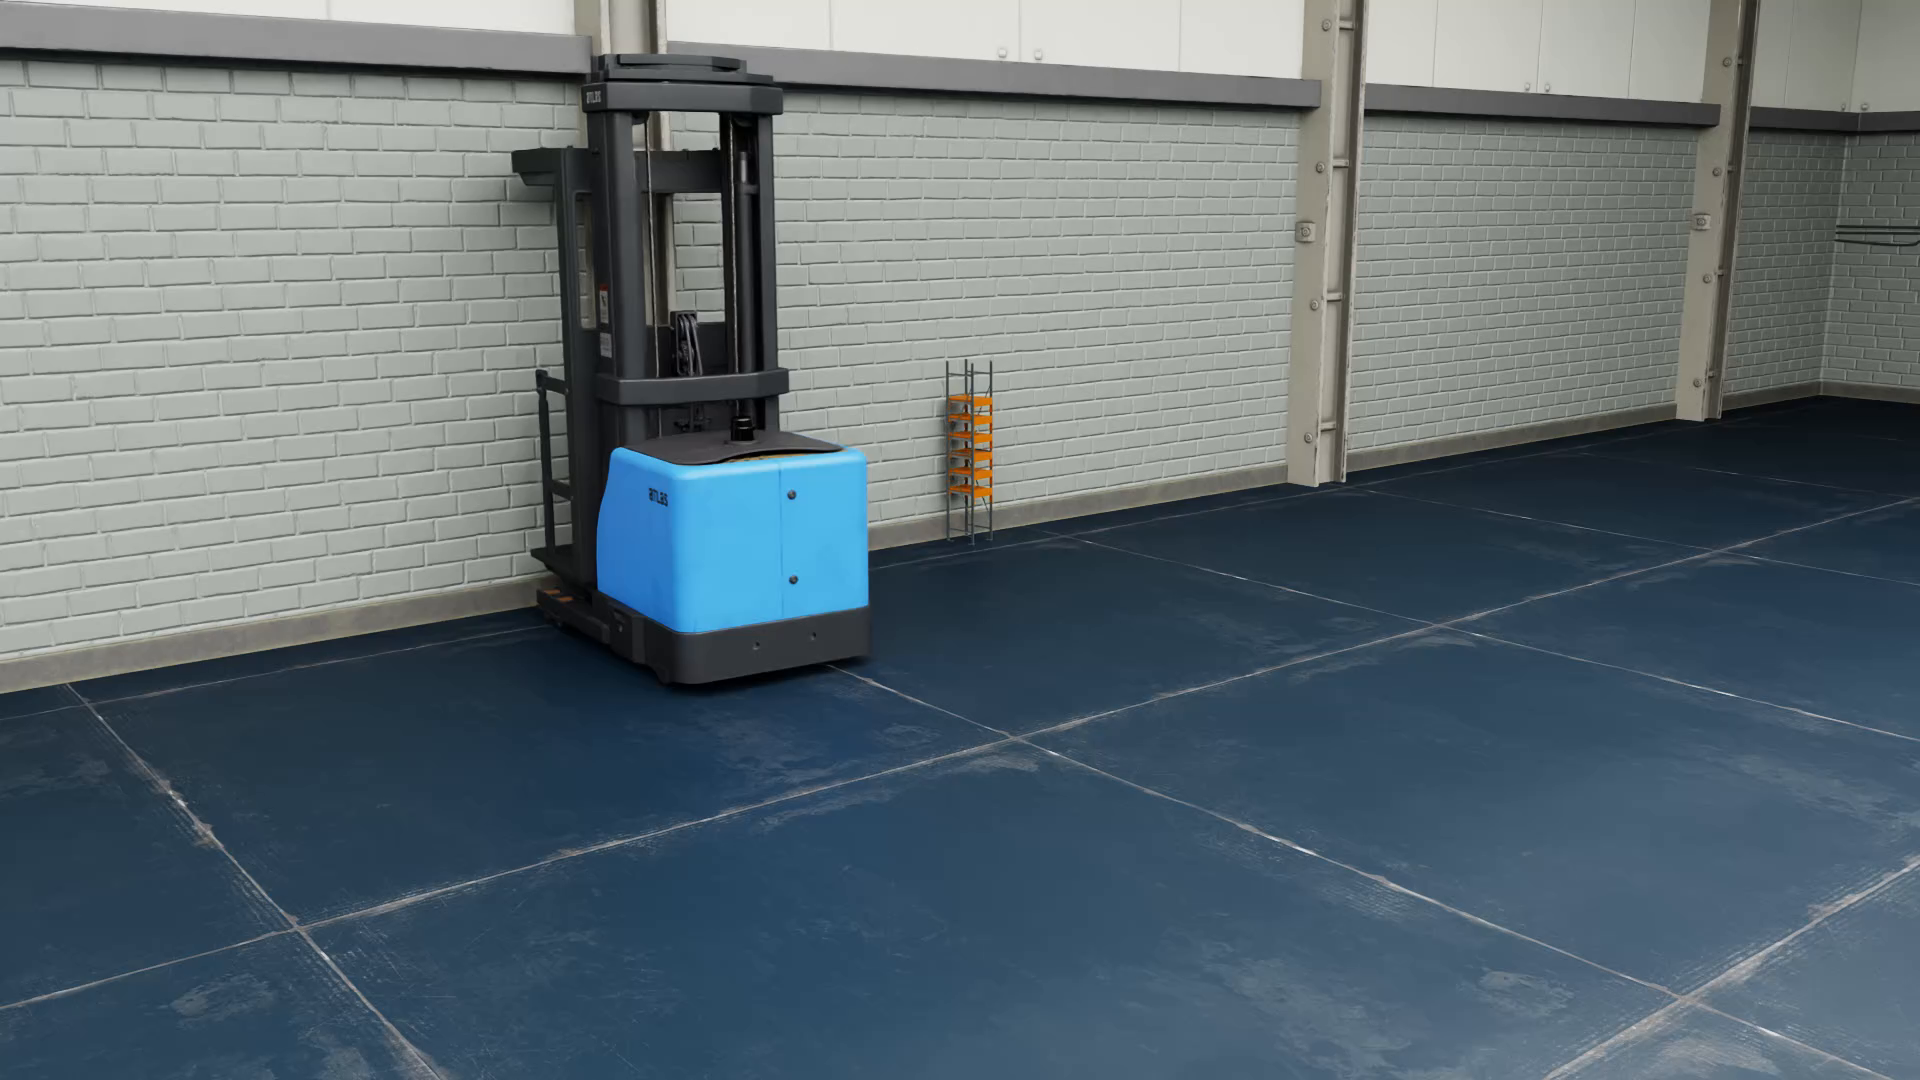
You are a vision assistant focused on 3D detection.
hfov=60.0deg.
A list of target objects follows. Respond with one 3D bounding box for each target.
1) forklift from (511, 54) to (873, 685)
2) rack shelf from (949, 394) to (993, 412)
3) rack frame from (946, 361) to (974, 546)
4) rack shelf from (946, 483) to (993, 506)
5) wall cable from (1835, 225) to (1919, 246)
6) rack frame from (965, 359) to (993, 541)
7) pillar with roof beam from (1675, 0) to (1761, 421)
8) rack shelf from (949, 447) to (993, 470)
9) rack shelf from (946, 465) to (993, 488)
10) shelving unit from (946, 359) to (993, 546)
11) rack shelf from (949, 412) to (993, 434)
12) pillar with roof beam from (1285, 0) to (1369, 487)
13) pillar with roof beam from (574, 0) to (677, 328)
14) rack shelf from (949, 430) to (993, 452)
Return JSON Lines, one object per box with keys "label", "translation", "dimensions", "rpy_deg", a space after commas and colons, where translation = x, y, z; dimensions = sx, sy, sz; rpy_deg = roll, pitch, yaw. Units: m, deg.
{"label": "forklift", "translation": [-1.659, -1.013, 8.844], "dimensions": [1.130, 2.935, 3.031], "rpy_deg": [-8, 14, -32]}
{"label": "rack shelf", "translation": [0.061, -0.890, 10.908], "dimensions": [0.258, 0.103, 0.180], "rpy_deg": [10, 16, 41]}
{"label": "rack frame", "translation": [0.000, -0.567, 10.907], "dimensions": [0.240, 1.200, 0.006], "rpy_deg": [10, 16, 41]}
{"label": "rack shelf", "translation": [0.063, -0.303, 11.032], "dimensions": [0.258, 0.103, 0.180], "rpy_deg": [10, 16, 41]}
{"label": "wall cable", "translation": [10.659, -4.297, 17.175], "dimensions": [0.112, 2.526, 3.097], "rpy_deg": [-9, 15, -38]}
{"label": "rack frame", "translation": [0.124, -0.595, 11.040], "dimensions": [0.240, 1.200, 0.006], "rpy_deg": [10, 16, 41]}
{"label": "pillar with roof beam", "translation": [10.222, -4.950, 12.774], "dimensions": [0.400, 9.000, 9.100], "rpy_deg": [-9, 15, -38]}
{"label": "rack shelf", "translation": [0.062, -0.538, 10.983], "dimensions": [0.258, 0.103, 0.180], "rpy_deg": [10, 16, 41]}
{"label": "rack shelf", "translation": [0.063, -0.420, 11.008], "dimensions": [0.258, 0.103, 0.180], "rpy_deg": [10, 16, 41]}
{"label": "shelving unit", "translation": [0.062, -0.581, 10.973], "dimensions": [0.258, 1.200, 0.189], "rpy_deg": [10, 16, 41]}
{"label": "rack shelf", "translation": [0.061, -0.772, 10.933], "dimensions": [0.258, 0.103, 0.180], "rpy_deg": [10, 16, 41]}
{"label": "pillar with roof beam", "translation": [5.537, -4.171, 9.108], "dimensions": [0.400, 9.000, 9.100], "rpy_deg": [-9, 15, -38]}
{"label": "pillar with roof beam", "translation": [0.852, -3.393, 5.441], "dimensions": [0.400, 9.000, 9.100], "rpy_deg": [-9, 15, -38]}
{"label": "rack shelf", "translation": [0.062, -0.655, 10.958], "dimensions": [0.258, 0.103, 0.180], "rpy_deg": [10, 16, 41]}
